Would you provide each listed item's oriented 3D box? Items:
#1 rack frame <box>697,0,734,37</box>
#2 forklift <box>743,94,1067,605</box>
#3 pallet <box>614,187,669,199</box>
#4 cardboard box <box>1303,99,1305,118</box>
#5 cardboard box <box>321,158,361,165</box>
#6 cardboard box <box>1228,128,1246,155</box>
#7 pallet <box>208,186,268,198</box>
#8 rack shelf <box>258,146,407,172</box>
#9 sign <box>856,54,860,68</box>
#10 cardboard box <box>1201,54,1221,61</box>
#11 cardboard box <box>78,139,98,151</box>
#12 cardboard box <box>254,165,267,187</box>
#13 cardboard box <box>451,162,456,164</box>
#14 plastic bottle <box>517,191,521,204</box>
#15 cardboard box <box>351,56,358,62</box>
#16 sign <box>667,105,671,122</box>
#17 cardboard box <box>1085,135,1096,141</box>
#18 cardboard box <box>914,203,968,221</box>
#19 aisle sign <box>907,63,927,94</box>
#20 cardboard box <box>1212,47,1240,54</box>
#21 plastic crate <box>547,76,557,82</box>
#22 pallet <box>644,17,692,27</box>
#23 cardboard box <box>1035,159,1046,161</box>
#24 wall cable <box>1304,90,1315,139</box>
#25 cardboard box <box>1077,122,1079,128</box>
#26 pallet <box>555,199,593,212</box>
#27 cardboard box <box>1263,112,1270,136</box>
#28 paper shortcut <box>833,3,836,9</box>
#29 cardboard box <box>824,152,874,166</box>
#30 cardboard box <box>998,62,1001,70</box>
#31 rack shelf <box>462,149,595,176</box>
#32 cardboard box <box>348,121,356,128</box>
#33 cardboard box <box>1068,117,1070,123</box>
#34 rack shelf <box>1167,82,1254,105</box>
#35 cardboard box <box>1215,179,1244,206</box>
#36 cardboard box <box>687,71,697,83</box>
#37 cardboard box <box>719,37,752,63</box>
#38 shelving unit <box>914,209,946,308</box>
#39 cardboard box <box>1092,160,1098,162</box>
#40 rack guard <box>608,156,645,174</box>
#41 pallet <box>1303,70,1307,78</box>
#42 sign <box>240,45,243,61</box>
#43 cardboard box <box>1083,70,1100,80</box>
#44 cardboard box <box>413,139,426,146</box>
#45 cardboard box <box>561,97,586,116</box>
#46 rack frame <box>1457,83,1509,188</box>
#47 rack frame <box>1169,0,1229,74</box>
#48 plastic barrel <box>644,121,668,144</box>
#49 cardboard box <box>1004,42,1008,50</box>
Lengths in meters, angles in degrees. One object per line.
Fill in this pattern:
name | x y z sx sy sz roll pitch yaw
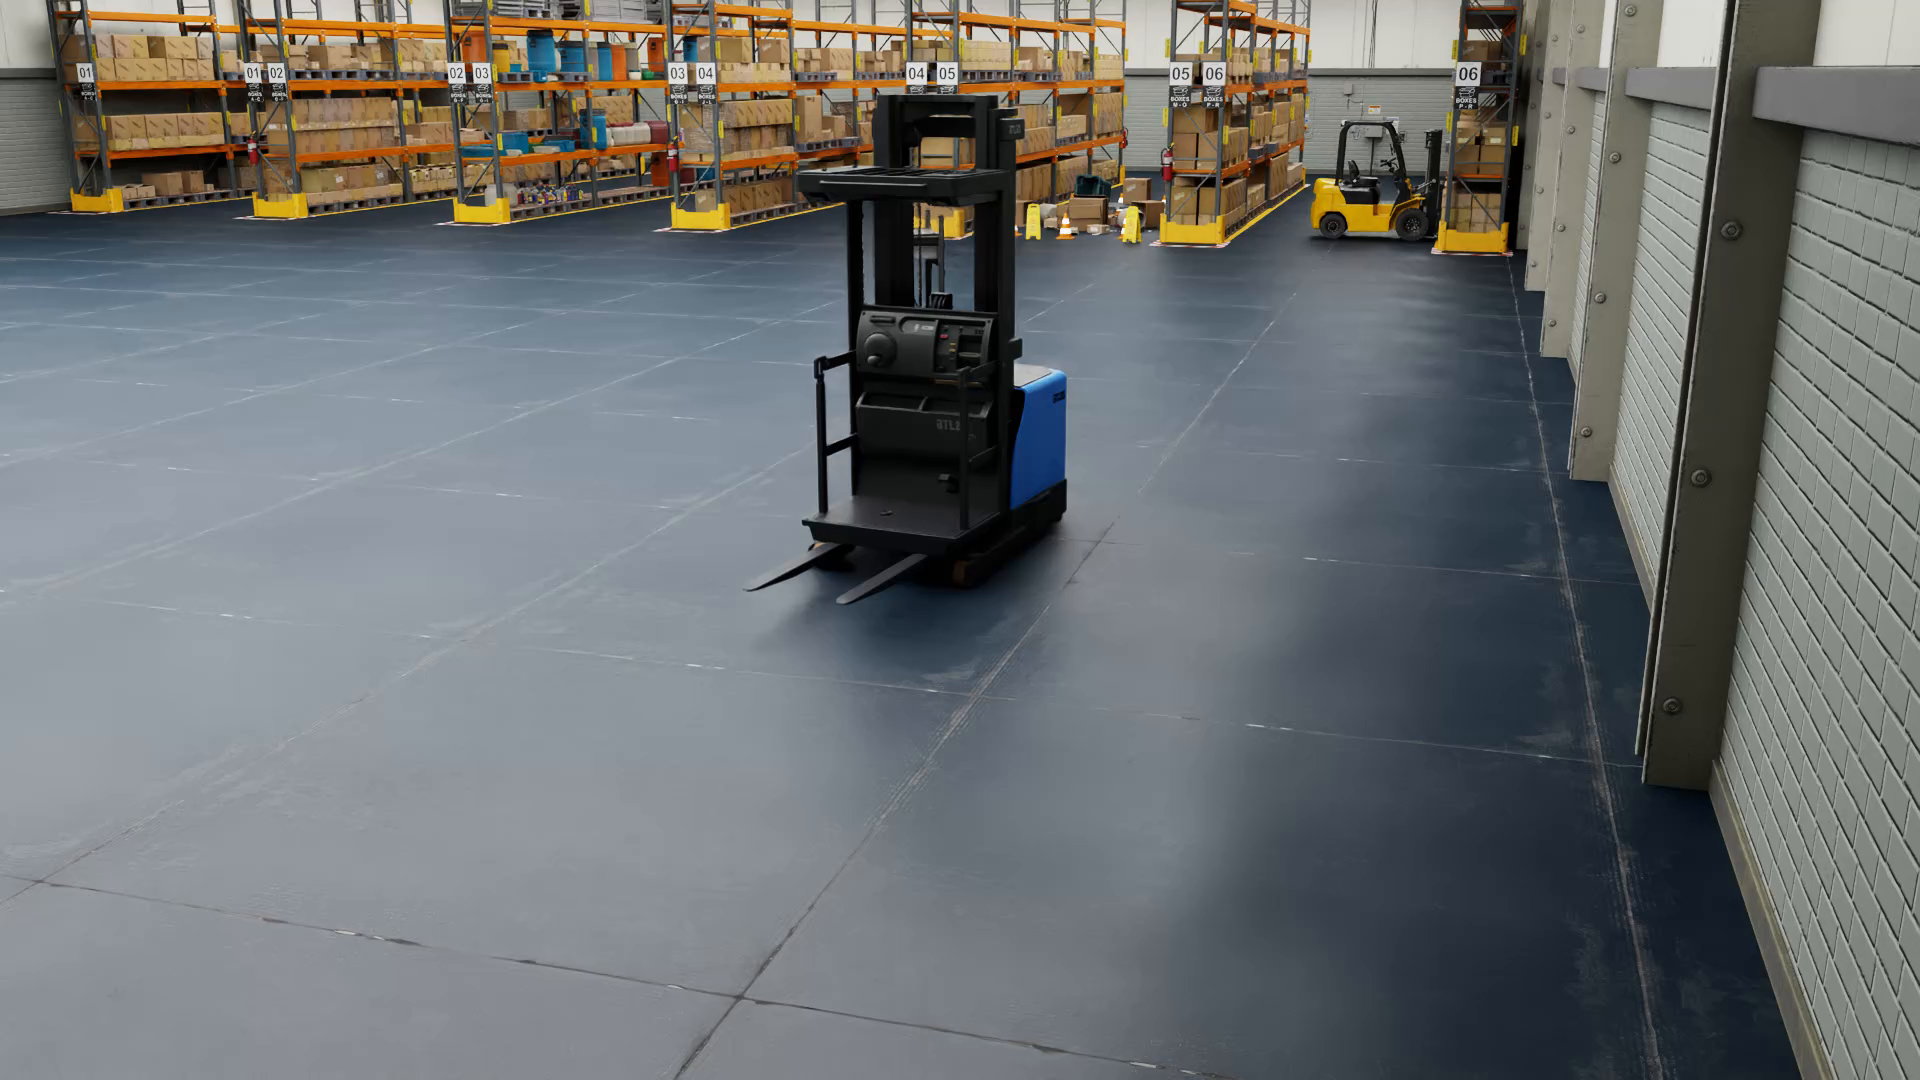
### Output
rack frame | -6.570 -14.117 44.610 1.000 3.000 0.127 5 16 16
forklift | -0.315 -1.252 10.373 1.130 2.935 3.031 7 17 24
pallet | -7.964 -8.643 41.416 1.003 0.211 1.213 5 16 16
cardboard box | 8.908 -11.510 44.395 0.500 0.500 0.500 5 17 18
cardboard box | -16.870 -10.303 45.326 0.750 0.750 0.750 4 16 15
cardboard box | 5.379 -7.906 32.977 0.500 0.500 0.500 5 17 18
pallet | -18.122 -8.769 41.857 1.003 0.211 1.213 5 16 16
rack shelf | -14.160 -8.654 37.661 1.077 0.370 4.000 5 16 16
sign | -2.438 -11.450 39.755 0.100 0.325 0.005 5 16 16
cardboard box | 4.567 -8.722 30.085 0.380 0.149 0.250 5 16 15
cardboard box | -19.532 -8.935 37.571 0.500 0.250 0.500 5 17 17
cardboard box | -18.050 -9.248 42.213 0.700 0.500 0.500 4 16 15
cardboard box | -12.885 -9.604 42.936 0.500 0.311 0.500 5 17 18
plastic bottle | -9.780 -7.571 36.711 0.152 0.276 0.135 5 17 16
cardboard box | -14.141 -10.940 38.043 0.500 0.311 0.500 4 16 13
sign | -5.758 -8.465 32.975 0.100 0.325 0.005 5 16 16
cardboard box | 3.300 -10.364 42.832 0.380 0.149 0.250 5 17 18
cardboard box | -0.375 -6.659 32.433 0.875 0.875 0.875 5 17 16
aisle sign | -0.812 -8.552 31.219 0.394 0.787 0.004 5 16 16
cardboard box | 5.450 -9.961 34.041 0.500 0.250 0.500 5 17 17
plastic crate | -8.912 -10.003 36.085 0.243 0.136 0.396 5 16 16
pallet | -7.472 -12.974 41.658 1.213 0.211 1.003 5 16 16
cardboard box | 1.845 -9.082 40.289 0.500 0.250 0.500 5 17 17
wall cable | 10.397 -13.106 50.119 0.585 1.953 0.123 5 16 16
cardboard box | 2.762 -10.335 41.416 0.380 0.149 0.250 4 16 14
pallet | -9.074 -7.624 37.822 1.003 0.211 1.213 5 16 16
cardboard box | 6.545 -9.149 36.589 0.500 0.500 0.500 4 16 15
paper shortcut | -3.086 -13.140 40.909 0.009 0.170 0.078 15 -12 13
cardboard box | -2.742 -9.159 41.249 1.225 0.875 0.875 4 16 13
cardboard box | 0.619 -9.595 33.670 0.380 0.149 0.250 5 16 16
rack shelf | -9.412 -8.269 36.303 1.077 0.370 4.000 5 16 16
cardboard box | -13.898 -9.394 37.579 0.380 0.149 0.250 5 17 18
cardboard box | 2.458 -10.207 40.418 0.380 0.149 0.250 5 17 18
rack shelf | 4.839 -8.559 31.830 1.077 0.370 4.000 5 16 16
cardboard box | 5.353 -6.917 33.113 0.500 0.500 0.500 5 17 17
cardboard box | -5.338 -9.224 33.131 0.500 0.250 0.500 5 17 17
cardboard box | -4.550 -9.950 33.770 0.500 0.500 0.500 5 16 16
shelving unit | -0.362 -1.341 12.208 0.431 2.100 0.503 -3 16 -12
cardboard box | 3.605 -10.407 45.888 0.380 0.149 0.250 5 17 17
rack guard | -10.203 -11.440 50.747 1.175 0.500 0.348 5 16 16
pallet | 8.616 -12.331 43.970 1.003 0.211 1.213 5 16 16
sign | -15.244 -10.353 35.360 0.100 0.325 0.005 5 16 16
cardboard box | 3.290 -11.908 42.591 0.500 0.250 0.500 5 17 19
cardboard box | -13.143 -9.618 40.203 0.380 0.149 0.250 5 16 16
cardboard box | -10.914 -12.247 46.994 0.500 0.500 0.500 5 17 17
rack frame | 10.167 -7.602 32.633 1.000 3.000 0.127 5 16 16
rack frame | 4.270 -9.825 29.478 1.000 3.000 0.127 5 16 16
plastic barrel | -7.548 -10.105 41.210 0.600 0.536 0.708 5 16 16
cardboard box | 0.762 -10.112 34.034 0.380 0.149 0.250 5 16 16
